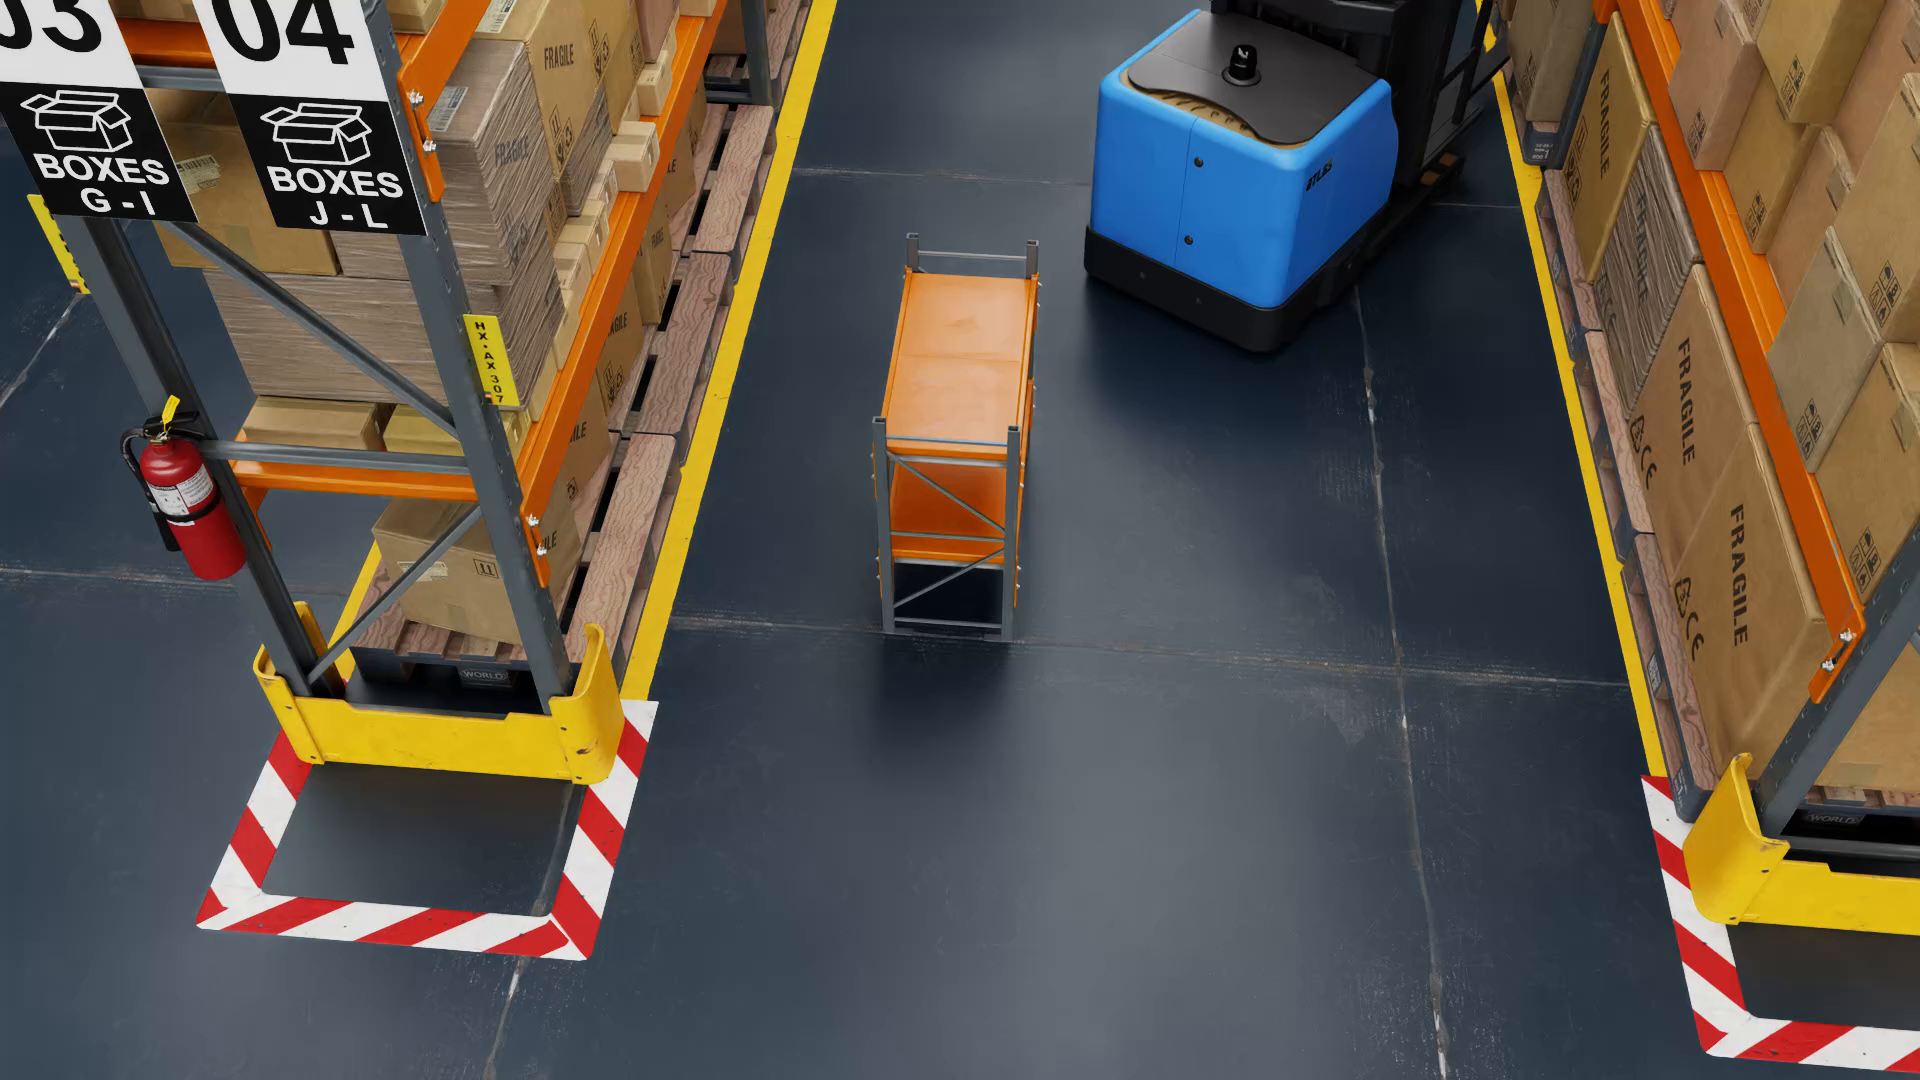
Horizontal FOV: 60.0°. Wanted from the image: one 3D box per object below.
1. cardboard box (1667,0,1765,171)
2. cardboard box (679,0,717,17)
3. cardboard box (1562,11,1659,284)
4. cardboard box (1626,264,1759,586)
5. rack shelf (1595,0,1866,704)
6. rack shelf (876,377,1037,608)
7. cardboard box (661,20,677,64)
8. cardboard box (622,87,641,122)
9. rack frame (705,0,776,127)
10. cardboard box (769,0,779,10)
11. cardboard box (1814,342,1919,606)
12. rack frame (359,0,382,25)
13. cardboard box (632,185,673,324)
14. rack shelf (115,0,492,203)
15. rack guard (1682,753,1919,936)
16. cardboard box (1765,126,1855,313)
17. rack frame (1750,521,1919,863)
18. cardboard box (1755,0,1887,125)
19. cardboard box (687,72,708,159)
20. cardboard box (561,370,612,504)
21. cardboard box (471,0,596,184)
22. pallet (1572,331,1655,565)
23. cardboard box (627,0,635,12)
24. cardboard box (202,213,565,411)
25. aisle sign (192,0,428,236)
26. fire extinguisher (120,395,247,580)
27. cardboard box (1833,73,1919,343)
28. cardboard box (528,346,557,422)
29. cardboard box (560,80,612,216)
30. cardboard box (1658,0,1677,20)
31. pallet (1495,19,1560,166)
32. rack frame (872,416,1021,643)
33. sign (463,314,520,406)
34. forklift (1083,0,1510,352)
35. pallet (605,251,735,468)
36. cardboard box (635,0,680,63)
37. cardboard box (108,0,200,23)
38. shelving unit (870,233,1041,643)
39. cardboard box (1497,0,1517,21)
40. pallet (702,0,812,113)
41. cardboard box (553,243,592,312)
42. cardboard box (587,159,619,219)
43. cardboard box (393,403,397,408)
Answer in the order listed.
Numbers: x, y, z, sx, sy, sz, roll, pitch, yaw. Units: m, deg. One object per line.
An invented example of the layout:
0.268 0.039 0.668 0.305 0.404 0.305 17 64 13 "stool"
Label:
3.238 -1.756 6.247 0.875 0.550 0.550 4 48 4 "cardboard box"
-1.230 -2.363 7.074 0.380 0.149 0.250 4 48 4 "cardboard box"
3.327 -1.739 7.489 0.875 0.875 0.875 5 48 4 "cardboard box"
3.164 -0.406 6.270 0.875 0.875 0.875 3 48 3 "cardboard box"
3.272 -1.059 6.199 1.077 0.370 4.000 4 48 4 "rack shelf"
0.001 -0.220 6.546 0.538 0.278 1.000 4 48 4 "rack shelf"
-1.366 -2.001 6.744 0.380 0.149 0.250 4 48 4 "cardboard box"
-1.453 -1.637 6.411 0.380 0.149 0.250 4 48 4 "cardboard box"
-1.476 -3.179 7.651 1.000 3.000 0.127 4 48 4 "rack frame"
-1.337 -3.283 9.142 0.700 0.500 0.500 4 48 3 "cardboard box"
3.078 -0.158 4.786 0.875 0.550 0.550 4 48 4 "cardboard box"
-1.841 -2.265 2.749 1.000 3.000 0.127 4 48 4 "rack frame"
-1.575 -1.303 7.344 0.500 0.500 0.500 0 48 0 "cardboard box"
-1.658 -2.479 5.465 1.077 0.370 4.000 4 48 4 "rack shelf"
3.087 1.029 5.496 1.175 0.500 0.348 4 48 4 "rack guard"
3.283 -0.967 5.526 0.875 0.550 0.550 4 48 4 "cardboard box"
3.089 0.168 4.590 1.000 3.000 0.127 4 48 4 "rack frame"
3.225 -1.728 5.490 0.875 0.550 0.500 4 48 4 "cardboard box"
-1.552 -2.186 8.152 0.500 0.500 0.500 3 48 2 "cardboard box"
-1.747 -0.437 6.553 0.500 0.500 0.500 15 49 14 "cardboard box"
-1.467 -1.464 5.135 0.500 0.500 0.500 4 48 4 "cardboard box"
3.198 -0.378 6.978 1.003 0.211 1.213 4 48 4 "pallet"
-1.383 -2.200 5.808 0.500 0.500 0.500 4 48 4 "cardboard box"
-1.763 -0.776 5.184 0.875 0.500 0.500 4 48 4 "cardboard box"
-1.548 -1.052 3.943 0.394 0.787 0.004 4 48 4 "aisle sign"
-2.310 -0.161 4.943 0.296 0.674 0.183 4 48 4 "fire extinguisher"
3.120 -0.928 4.758 0.875 0.550 0.550 4 48 4 "cardboard box"
-1.535 -0.531 5.399 0.380 0.149 0.250 4 48 4 "cardboard box"
-1.749 -1.516 5.861 0.875 0.500 0.500 4 48 4 "cardboard box"
3.432 -2.550 6.974 0.875 0.550 0.550 4 48 4 "cardboard box"
3.449 -2.402 8.830 1.003 0.211 1.213 4 48 4 "pallet"
-0.046 -0.011 6.024 0.500 1.125 0.032 4 48 4 "rack frame"
-1.300 -0.496 4.610 0.100 0.325 0.005 4 48 4 "sign"
1.889 -2.869 7.414 1.130 2.935 3.031 30 54 25 "forklift"
-1.611 -0.843 7.404 1.003 0.211 1.213 4 48 4 "pallet"
-1.605 -2.248 6.530 0.875 0.500 0.500 4 48 4 "cardboard box"
-2.050 -1.573 4.251 0.500 0.250 0.500 5 48 4 "cardboard box"
0.001 -0.385 6.365 0.538 1.125 1.048 4 48 4 "shelving unit"
3.513 -3.325 9.024 1.050 0.750 0.750 4 48 4 "cardboard box"
-1.407 -2.810 9.203 1.003 0.211 1.213 4 48 4 "pallet"
-1.496 -0.899 5.735 0.380 0.149 0.250 4 48 4 "cardboard box"
-1.470 -1.268 6.073 0.380 0.149 0.250 4 48 4 "cardboard box"
-1.997 -0.562 5.428 0.380 0.149 0.250 4 48 4 "cardboard box"
